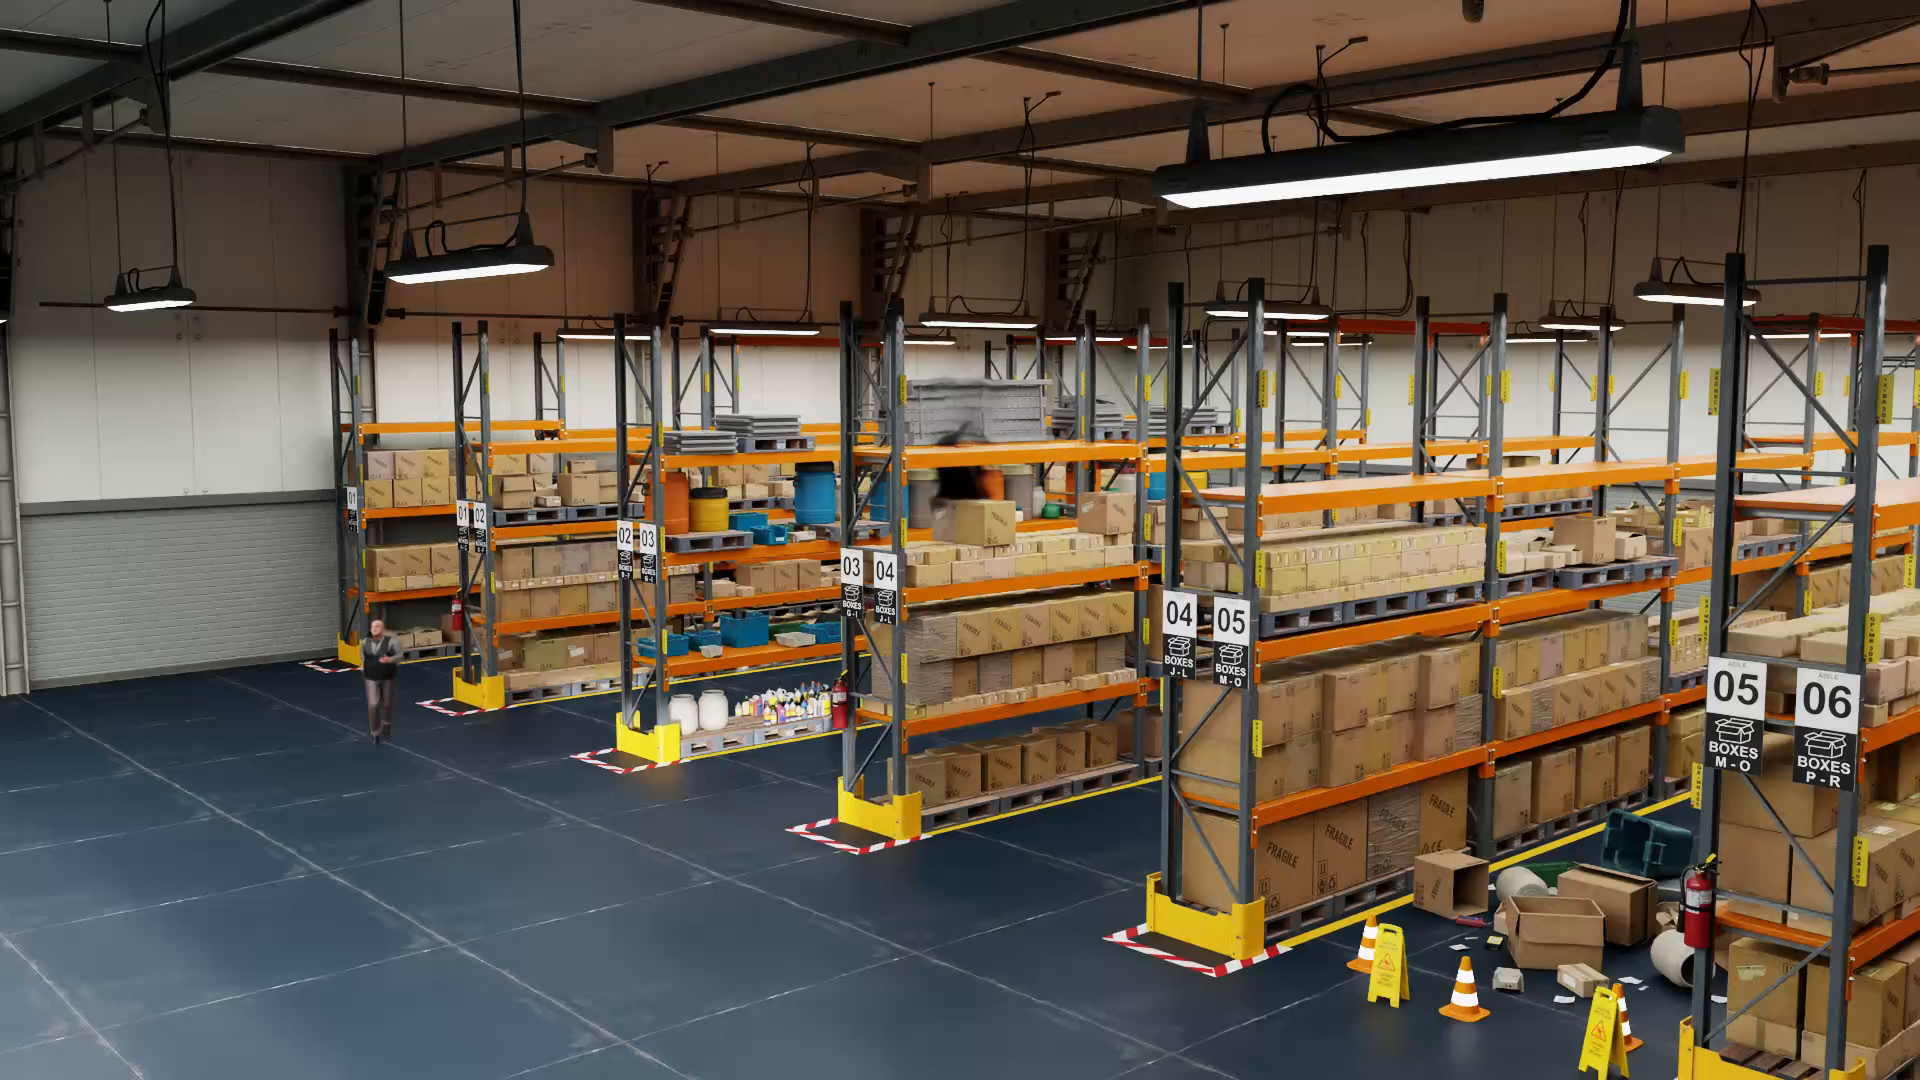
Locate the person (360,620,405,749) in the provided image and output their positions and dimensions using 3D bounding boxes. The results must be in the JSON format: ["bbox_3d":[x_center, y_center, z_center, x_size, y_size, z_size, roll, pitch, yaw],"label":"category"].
[{"bbox_3d":[-8.146,1.996,23.455,0.636,1.762,0.858,-1,6,-11],"label":"person"}]
